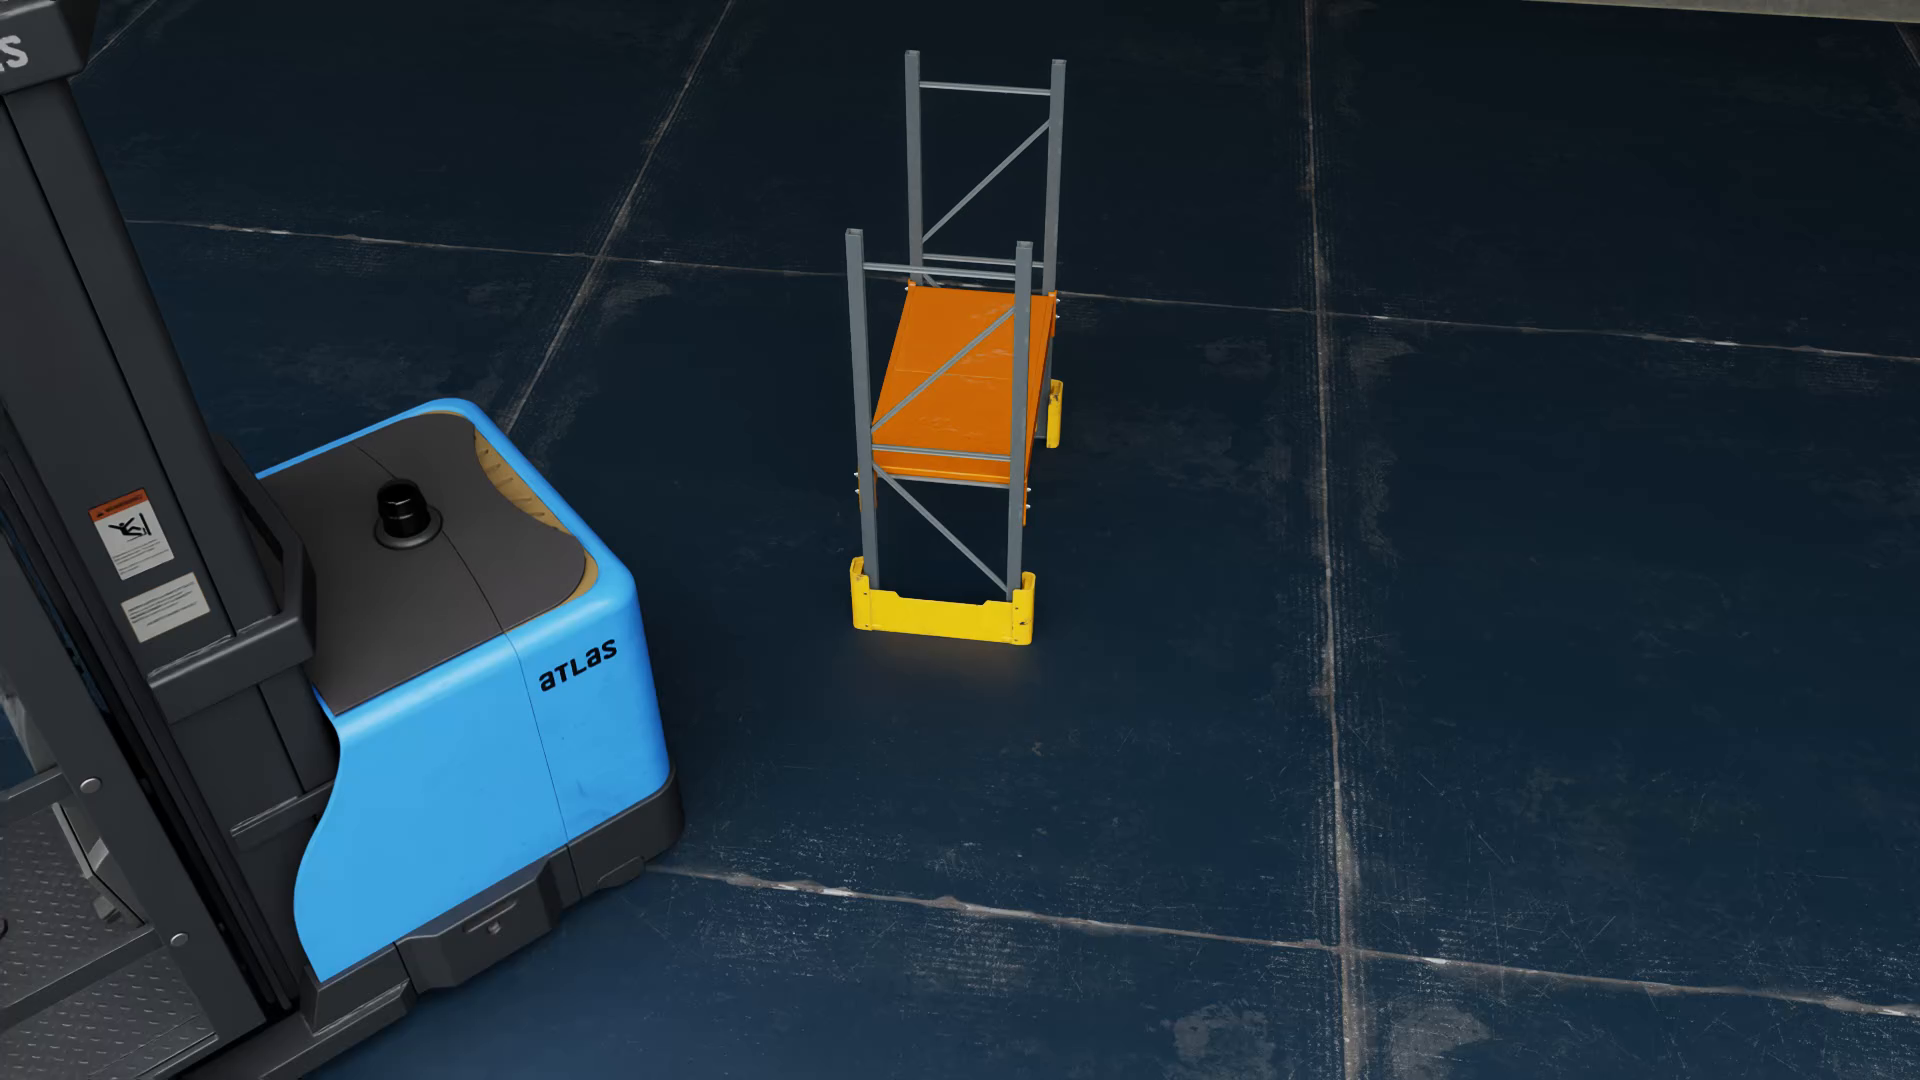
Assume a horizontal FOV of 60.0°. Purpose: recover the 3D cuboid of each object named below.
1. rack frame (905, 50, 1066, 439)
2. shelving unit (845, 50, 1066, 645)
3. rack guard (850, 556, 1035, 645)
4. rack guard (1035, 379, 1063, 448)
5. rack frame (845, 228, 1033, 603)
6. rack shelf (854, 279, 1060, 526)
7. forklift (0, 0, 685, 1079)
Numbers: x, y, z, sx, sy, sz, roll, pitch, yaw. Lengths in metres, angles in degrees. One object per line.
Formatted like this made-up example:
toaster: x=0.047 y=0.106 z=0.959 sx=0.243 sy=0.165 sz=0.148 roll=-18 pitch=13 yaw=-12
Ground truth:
rack frame: x=0.078 y=-0.949 z=5.662 sx=0.500 sy=1.500 sz=0.032 roll=5 pitch=44 yaw=6
shelving unit: x=0.010 y=-0.597 z=5.289 sx=0.587 sy=1.500 sz=1.083 roll=5 pitch=44 yaw=6
rack guard: x=-0.056 y=0.197 z=5.360 sx=0.587 sy=0.250 sz=0.087 roll=5 pitch=44 yaw=6
rack guard: x=0.076 y=-0.482 z=6.077 sx=0.587 sy=0.250 sz=0.087 roll=5 pitch=44 yaw=6
rack frame: x=-0.056 y=-0.256 z=4.930 sx=0.500 sy=1.500 sz=0.032 roll=5 pitch=44 yaw=6
rack shelf: x=0.011 y=-0.472 z=5.419 sx=0.538 sy=0.185 sz=1.000 roll=5 pitch=44 yaw=6
forklift: x=-2.262 y=0.180 z=3.428 sx=3.031 sy=2.935 sz=1.130 roll=-28 pitch=50 yaw=-27
